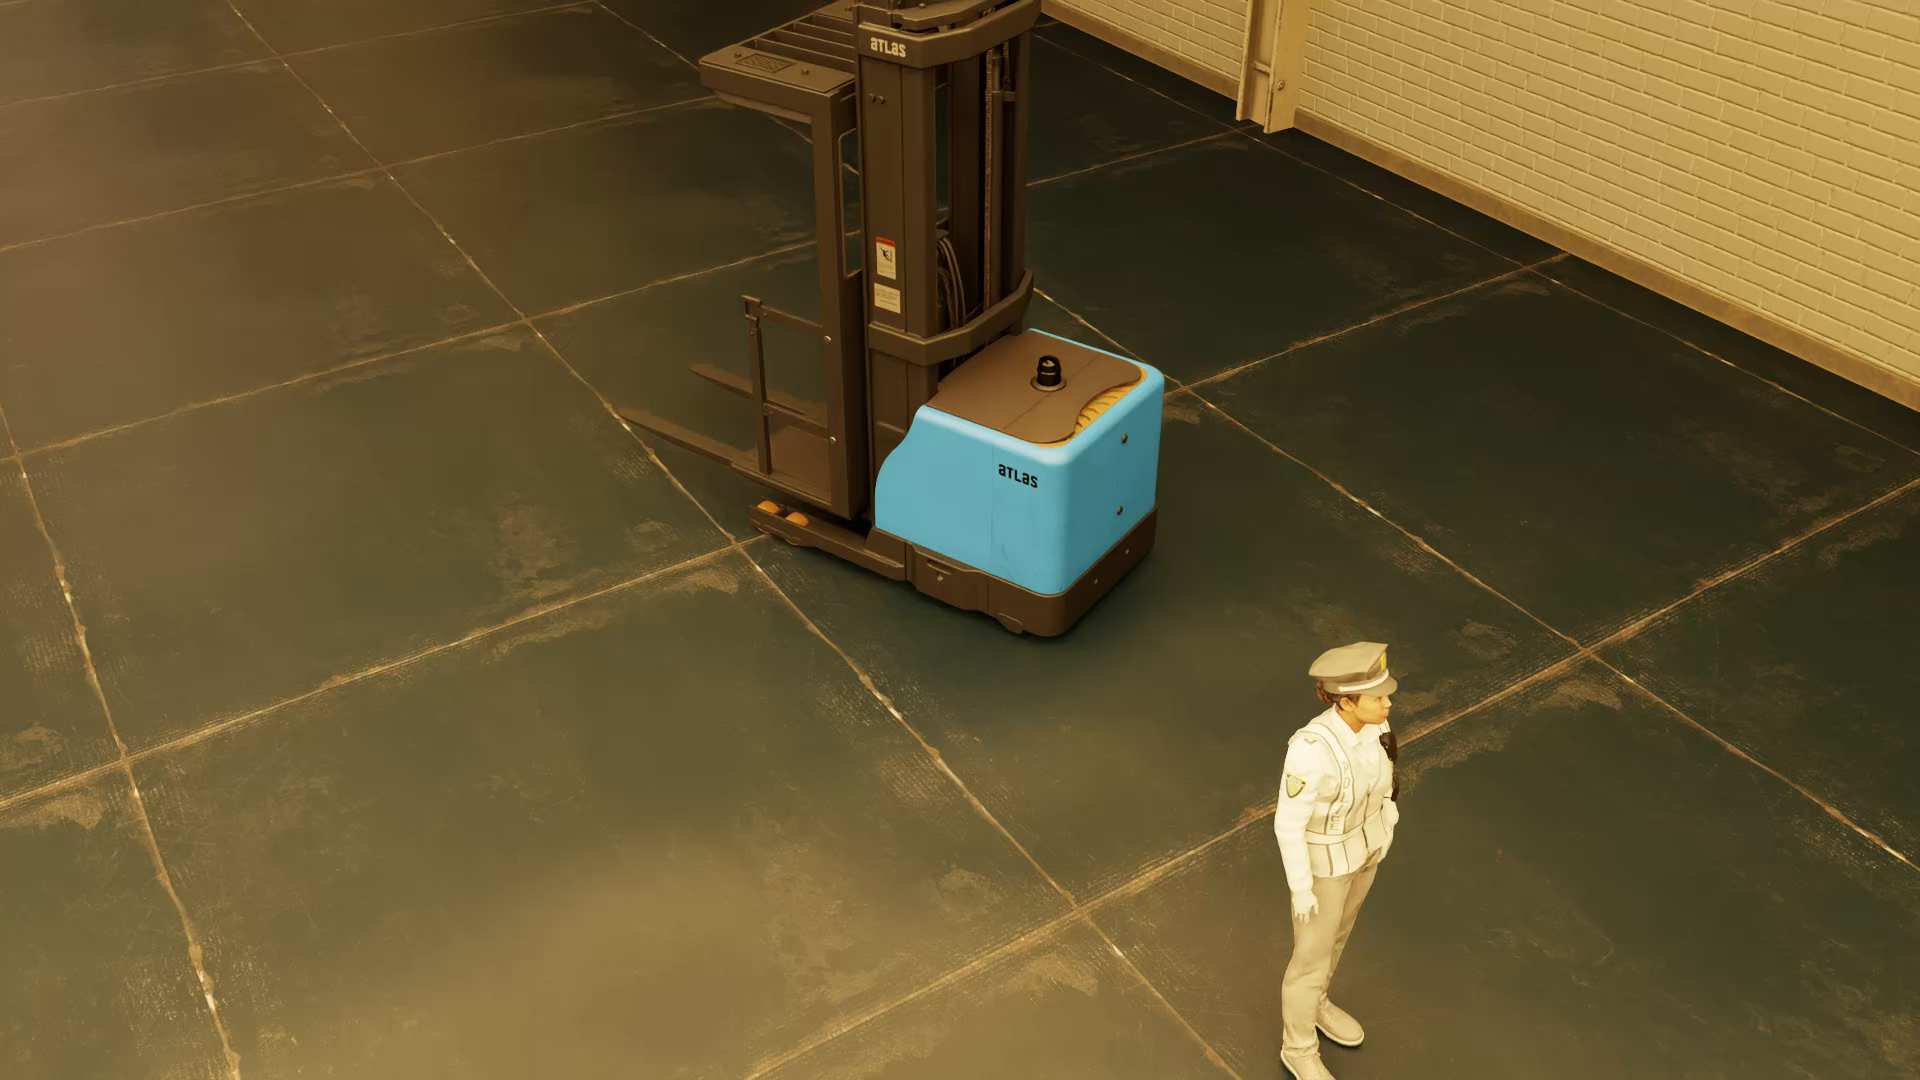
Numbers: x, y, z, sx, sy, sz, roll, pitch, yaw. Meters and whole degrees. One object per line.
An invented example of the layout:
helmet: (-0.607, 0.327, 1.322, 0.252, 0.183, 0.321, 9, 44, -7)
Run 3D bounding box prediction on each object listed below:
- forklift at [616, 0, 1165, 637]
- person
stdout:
forklift: (-0.500, -1.399, 8.138, 3.031, 2.935, 1.130, 22, 41, 28)
person: (1.326, 1.097, 5.650, 0.588, 1.697, 0.534, -29, 44, -35)
